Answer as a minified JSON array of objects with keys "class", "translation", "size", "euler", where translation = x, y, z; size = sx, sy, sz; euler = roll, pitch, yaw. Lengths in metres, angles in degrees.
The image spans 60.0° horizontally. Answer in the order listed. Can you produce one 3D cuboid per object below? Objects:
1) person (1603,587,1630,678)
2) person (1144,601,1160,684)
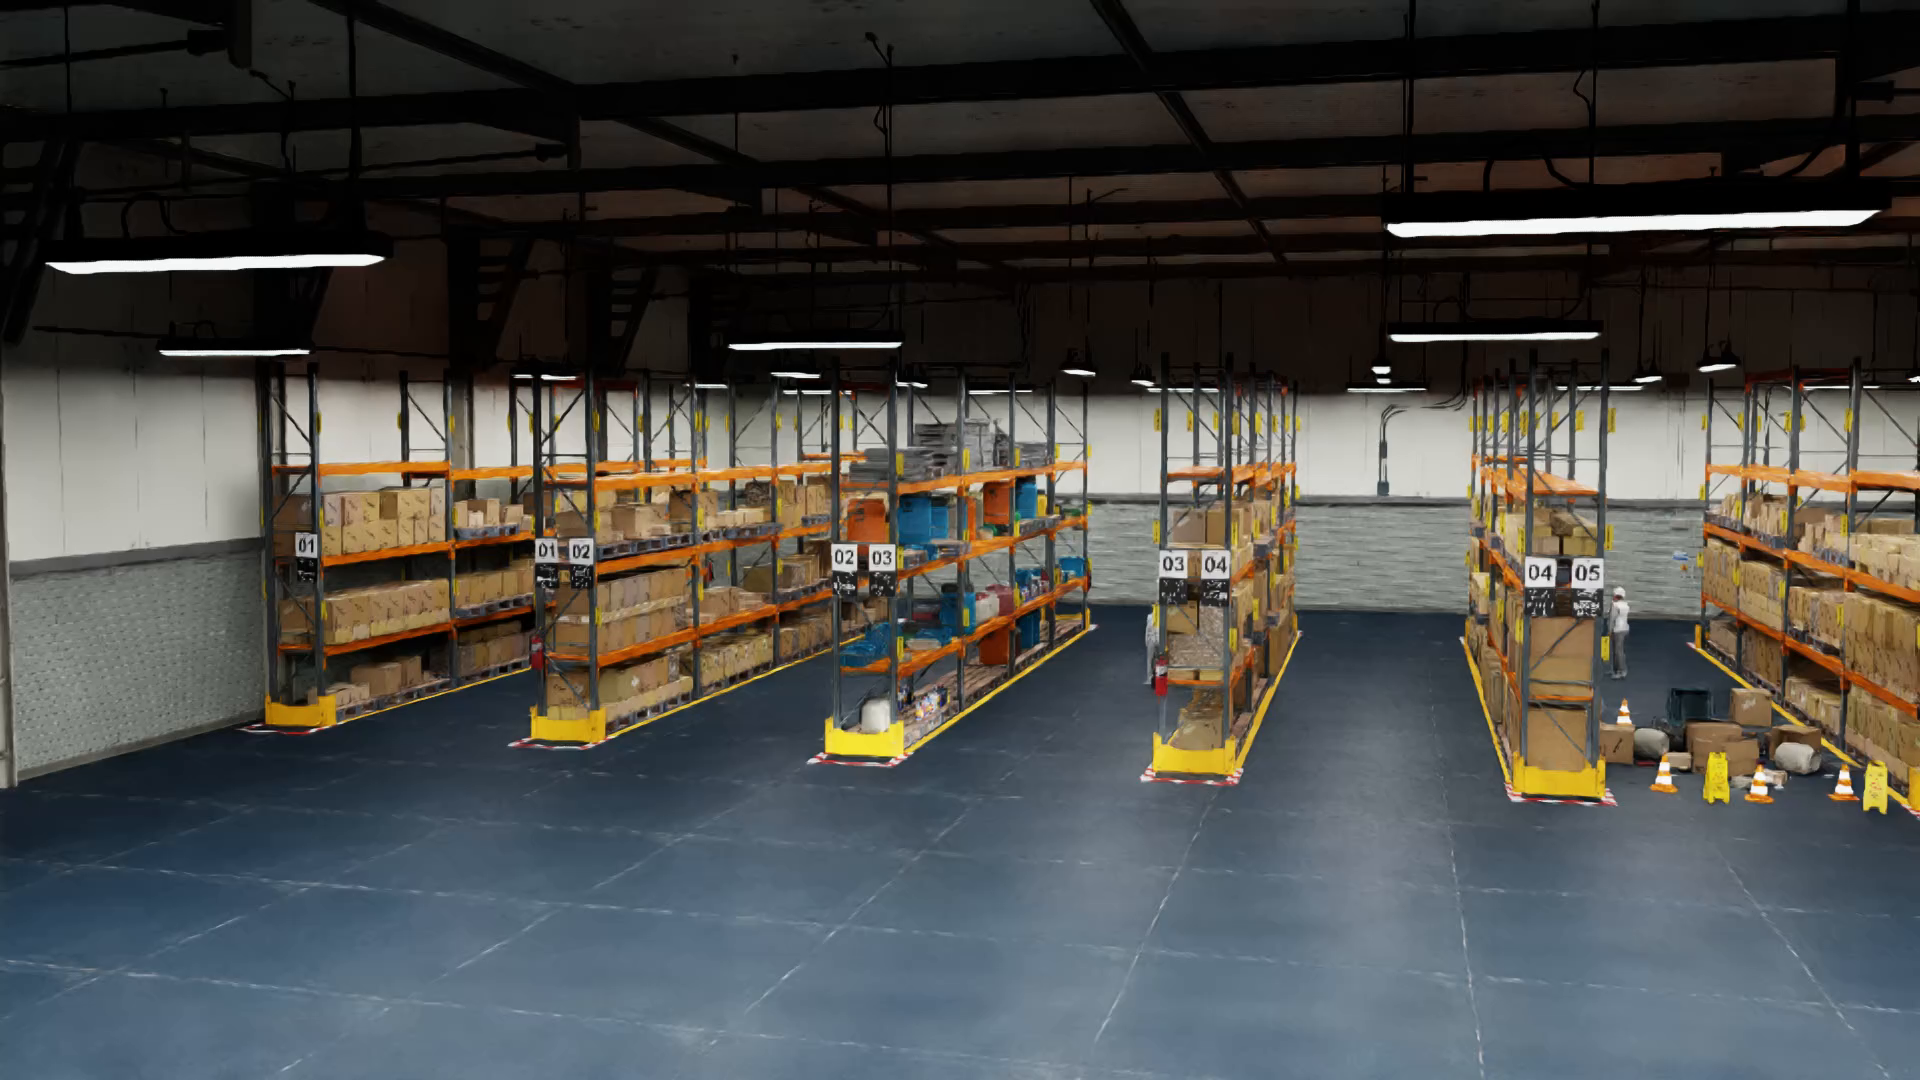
[{"class":"person","translation":[12.919,1.802,32.732],"size":[0.569,1.768,0.627],"euler":[4,6,44]},{"class":"person","translation":[3.795,1.941,31.948],"size":[0.488,1.590,1.079],"euler":[1,4,12]}]
